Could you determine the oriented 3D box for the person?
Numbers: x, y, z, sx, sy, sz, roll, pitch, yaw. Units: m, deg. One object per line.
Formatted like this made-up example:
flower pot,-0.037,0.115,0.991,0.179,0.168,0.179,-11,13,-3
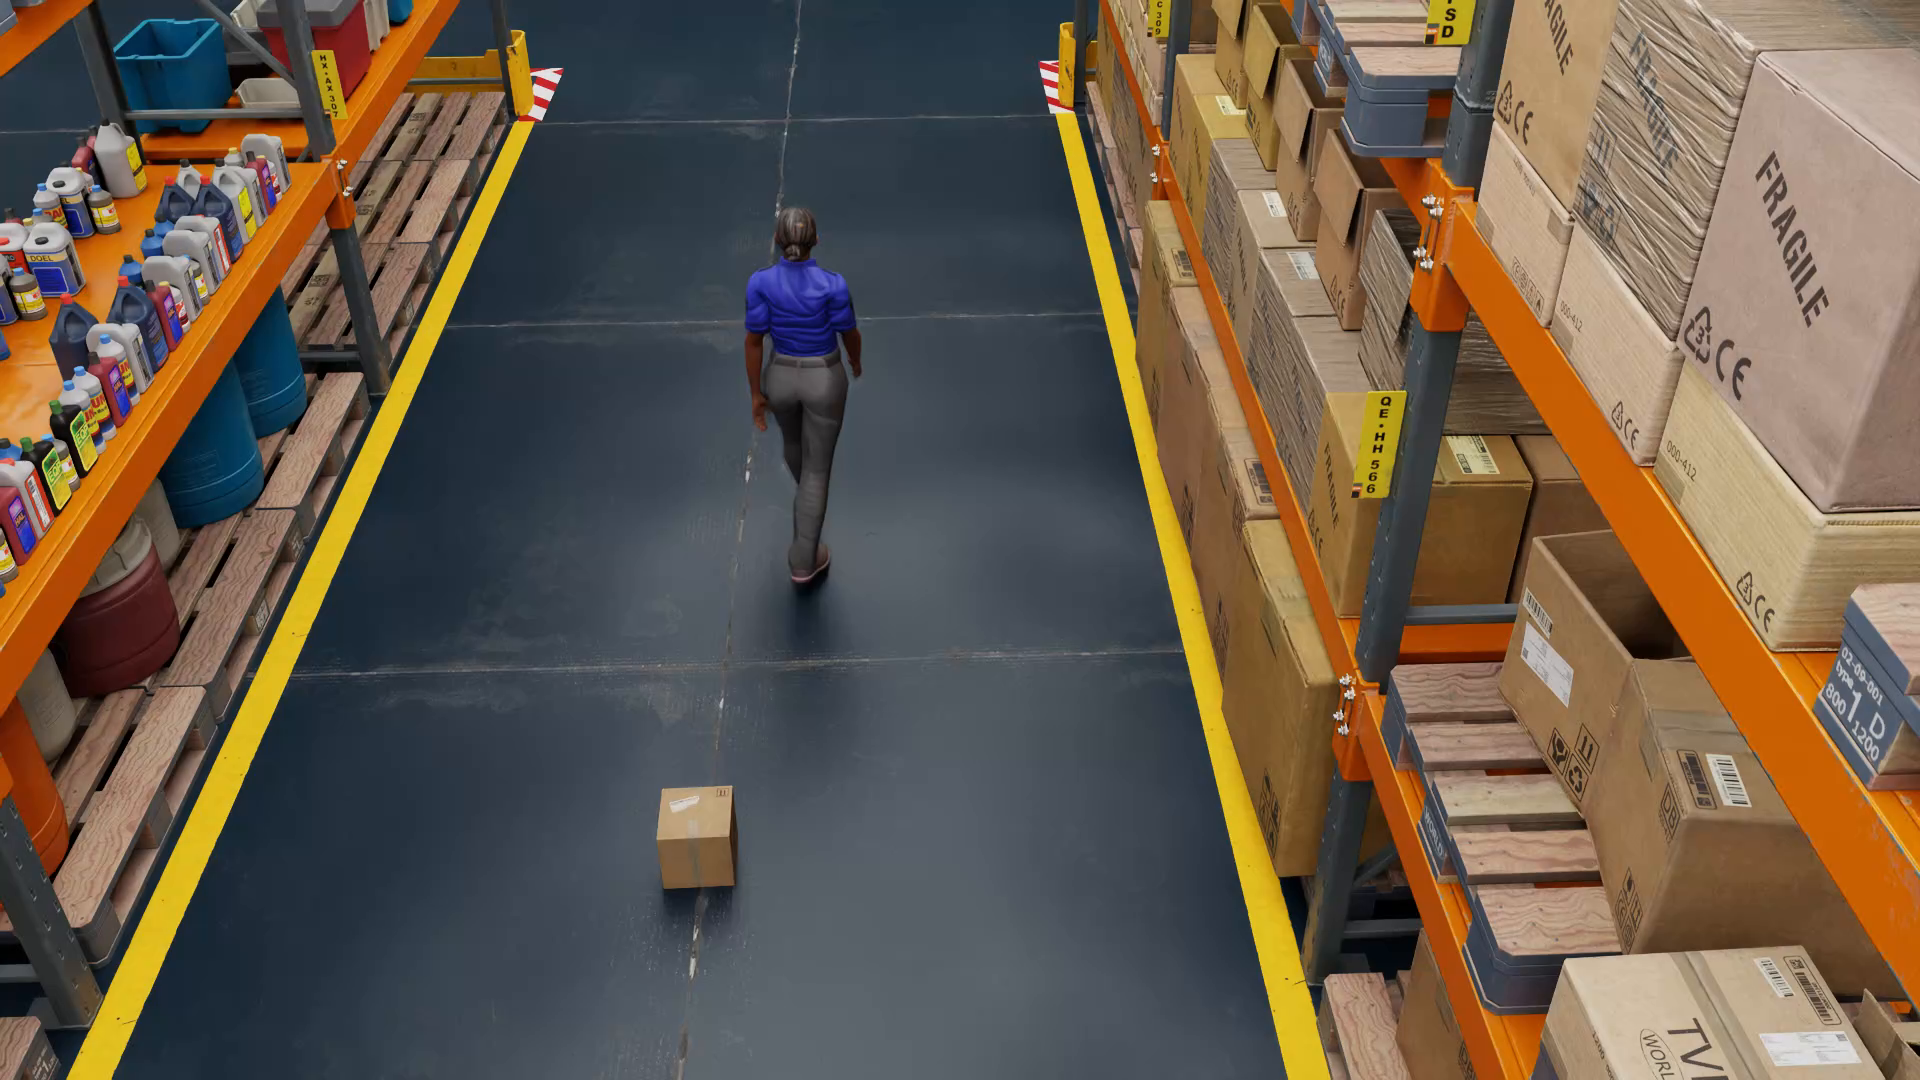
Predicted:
person,-0.641,-0.713,7.125,0.460,1.603,0.965,6,36,8
